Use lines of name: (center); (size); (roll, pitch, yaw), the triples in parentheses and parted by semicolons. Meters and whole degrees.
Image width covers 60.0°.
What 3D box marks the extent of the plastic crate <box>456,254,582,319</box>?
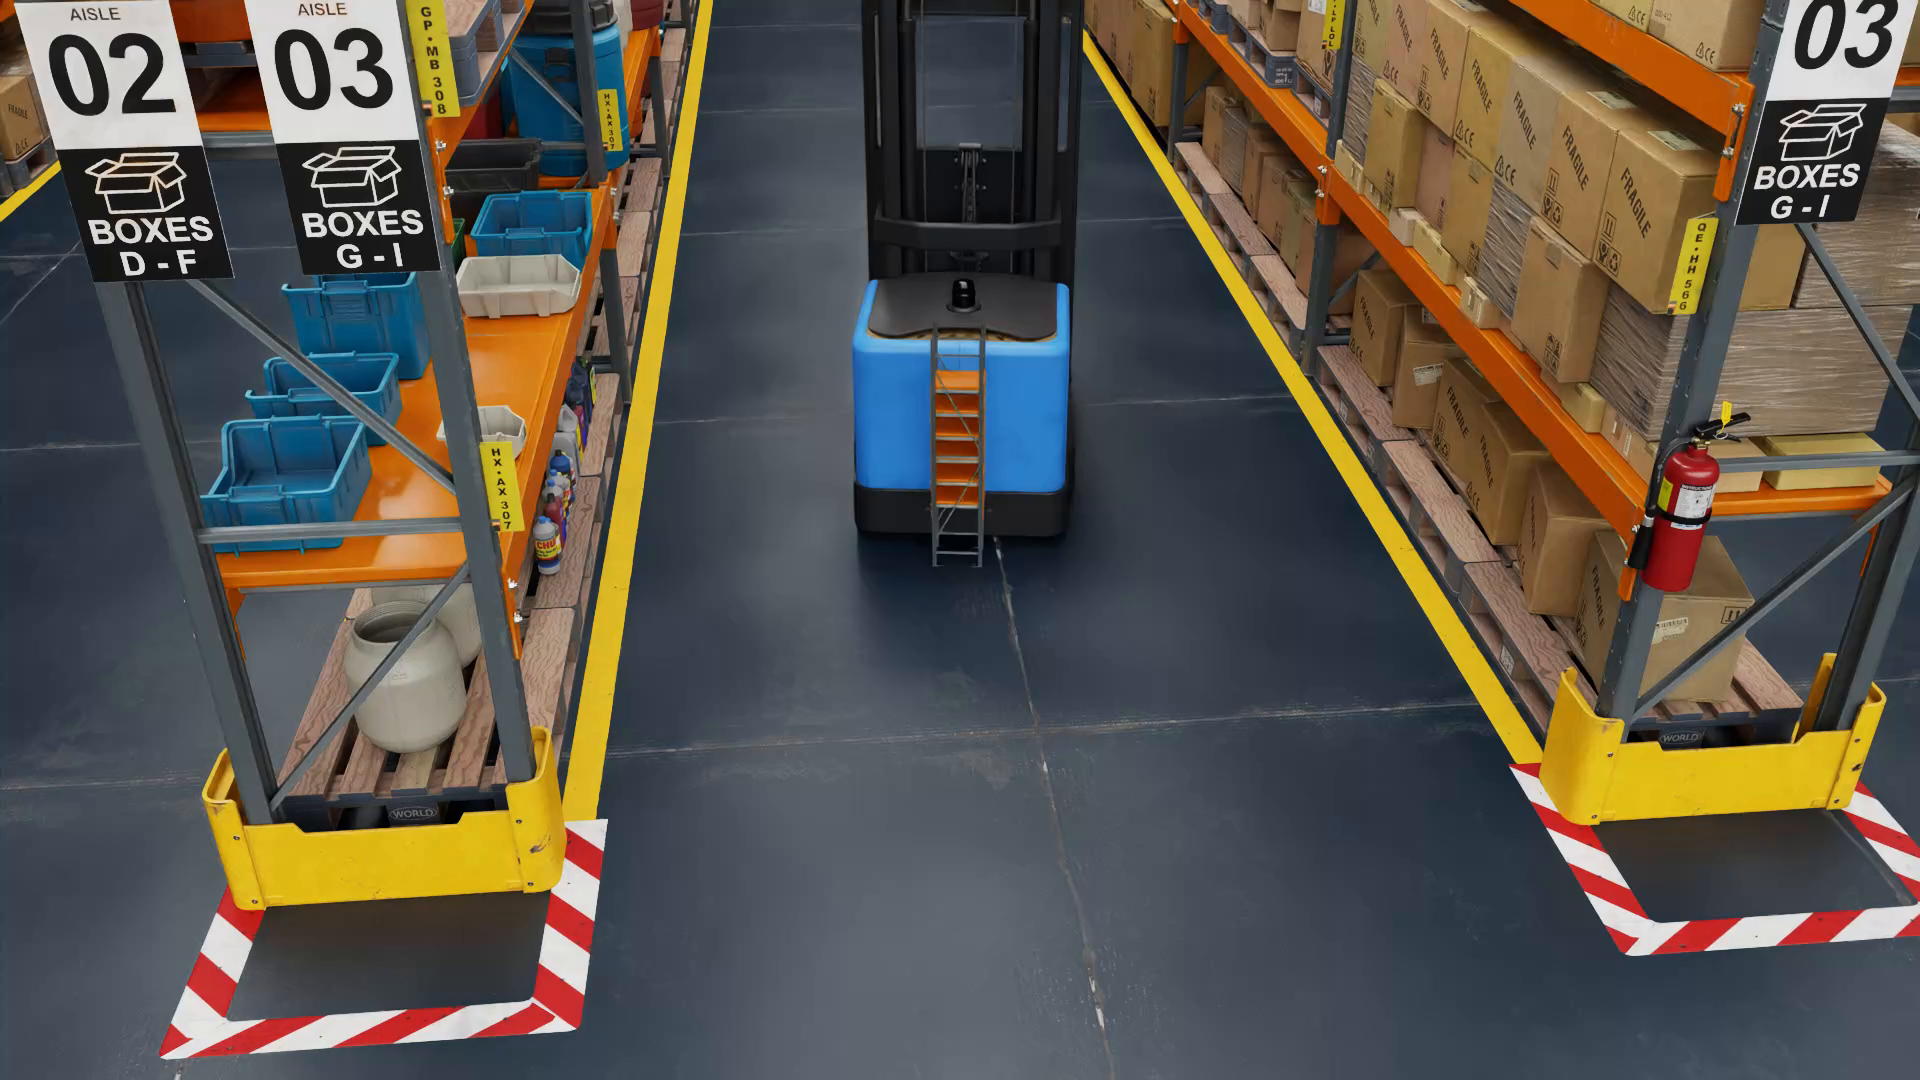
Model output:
plastic crate: (-1.987, -1.138, 7.487); (0.530, 0.136, 0.437); (-3, 31, -5)

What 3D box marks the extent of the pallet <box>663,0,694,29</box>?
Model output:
pallet: (-3.245, -5.329, 16.966); (1.003, 0.211, 1.213); (-3, 31, -5)

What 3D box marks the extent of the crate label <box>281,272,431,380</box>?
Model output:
crate label: (-2.458, -0.968, 6.911); (0.502, 0.435, 0.616); (-3, 31, -5)

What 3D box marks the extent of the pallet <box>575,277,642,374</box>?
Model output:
pallet: (-2.502, -1.270, 10.170); (1.003, 0.211, 1.213); (-3, 31, -5)

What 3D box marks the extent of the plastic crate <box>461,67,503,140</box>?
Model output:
plastic crate: (-2.740, -2.328, 9.160); (0.402, 0.464, 0.583); (-3, 31, -5)

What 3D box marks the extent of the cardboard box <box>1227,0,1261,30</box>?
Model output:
cardboard box: (2.095, -3.597, 11.083); (0.500, 0.250, 0.500); (-4, 31, -6)

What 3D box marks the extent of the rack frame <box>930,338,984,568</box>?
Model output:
rack frame: (-0.013, -0.383, 7.721); (0.240, 1.200, 0.006); (2, 31, 3)

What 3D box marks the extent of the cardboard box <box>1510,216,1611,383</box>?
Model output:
cardboard box: (2.724, -0.966, 6.554); (0.875, 0.500, 0.500); (-3, 31, -5)

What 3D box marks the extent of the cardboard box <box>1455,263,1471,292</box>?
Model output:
cardboard box: (2.483, -1.183, 7.550); (0.380, 0.149, 0.250); (-3, 31, -5)

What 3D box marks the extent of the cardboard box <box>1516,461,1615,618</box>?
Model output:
cardboard box: (2.783, 0.006, 7.342); (0.500, 0.500, 0.500); (5, 31, 8)

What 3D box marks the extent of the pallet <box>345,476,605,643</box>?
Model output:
pallet: (-2.252, 0.098, 7.880); (1.003, 0.211, 1.213); (-3, 31, -5)

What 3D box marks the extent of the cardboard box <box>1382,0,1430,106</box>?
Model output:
cardboard box: (2.378, -2.408, 7.994); (0.500, 0.500, 0.500); (-3, 31, -5)

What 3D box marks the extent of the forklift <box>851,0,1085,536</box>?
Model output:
forklift: (0.075, -2.000, 8.740); (1.130, 2.935, 3.031); (2, 31, 3)

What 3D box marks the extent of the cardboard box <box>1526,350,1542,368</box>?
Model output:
cardboard box: (2.595, -0.802, 6.912); (0.380, 0.149, 0.250); (-3, 31, -5)

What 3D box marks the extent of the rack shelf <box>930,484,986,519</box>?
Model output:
rack shelf: (-0.008, -0.186, 7.945); (0.258, 0.103, 0.180); (2, 31, 3)

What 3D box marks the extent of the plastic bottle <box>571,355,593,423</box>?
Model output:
plastic bottle: (-2.043, -0.805, 8.826); (0.144, 0.351, 0.185); (-4, 31, -6)

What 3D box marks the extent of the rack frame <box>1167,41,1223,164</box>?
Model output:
rack frame: (2.167, -4.348, 12.604); (1.000, 3.000, 0.127); (-3, 31, -5)

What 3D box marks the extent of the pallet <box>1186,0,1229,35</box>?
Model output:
pallet: (2.340, -3.907, 12.052); (1.213, 0.211, 1.003); (-3, 31, -5)

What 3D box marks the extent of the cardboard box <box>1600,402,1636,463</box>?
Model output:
cardboard box: (2.660, -0.419, 6.271); (0.380, 0.149, 0.250); (-3, 31, -5)

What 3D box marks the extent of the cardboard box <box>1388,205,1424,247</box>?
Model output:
cardboard box: (2.338, -1.562, 8.185); (0.380, 0.149, 0.250); (-3, 31, -5)

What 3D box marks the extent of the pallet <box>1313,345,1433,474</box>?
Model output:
pallet: (2.639, -0.767, 9.328); (1.003, 0.211, 1.213); (-3, 31, -5)

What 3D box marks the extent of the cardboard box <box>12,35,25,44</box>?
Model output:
cardboard box: (-7.605, -4.026, 14.074); (0.500, 0.500, 0.500); (-4, 31, -6)

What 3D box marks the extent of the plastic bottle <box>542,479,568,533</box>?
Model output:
plastic bottle: (-1.908, -0.159, 7.823); (0.097, 0.271, 0.097); (0, 31, 0)

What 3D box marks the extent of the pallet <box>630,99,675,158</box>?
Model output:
pallet: (-2.879, -3.314, 13.592); (1.003, 0.211, 1.213); (-3, 31, -5)

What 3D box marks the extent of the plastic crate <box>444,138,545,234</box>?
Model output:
plastic crate: (-2.468, -1.768, 8.346); (0.767, 0.338, 0.504); (-3, 31, -5)

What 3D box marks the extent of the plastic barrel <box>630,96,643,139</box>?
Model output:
plastic barrel: (-2.827, -3.608, 13.072); (0.600, 0.830, 0.708); (-3, 31, -5)

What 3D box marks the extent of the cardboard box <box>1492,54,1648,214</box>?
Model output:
cardboard box: (2.520, -1.642, 6.712); (0.500, 0.500, 0.500); (-3, 31, -5)

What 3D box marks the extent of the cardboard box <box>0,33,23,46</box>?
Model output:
cardboard box: (-8.121, -3.989, 14.011); (0.500, 0.500, 0.500); (-4, 31, -6)

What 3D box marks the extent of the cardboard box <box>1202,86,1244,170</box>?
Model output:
cardboard box: (2.250, -3.122, 12.561); (0.700, 0.500, 0.500); (-4, 31, -7)

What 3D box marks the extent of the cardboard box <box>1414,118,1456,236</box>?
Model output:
cardboard box: (2.680, -1.736, 7.844); (0.875, 0.500, 0.500); (-3, 31, -5)

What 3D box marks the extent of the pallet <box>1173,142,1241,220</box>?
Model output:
pallet: (2.239, -2.751, 12.651); (1.003, 0.211, 1.213); (-3, 31, -5)

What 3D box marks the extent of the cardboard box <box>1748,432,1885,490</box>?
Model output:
cardboard box: (3.125, -0.312, 6.093); (0.380, 0.149, 0.250); (-3, 31, -5)

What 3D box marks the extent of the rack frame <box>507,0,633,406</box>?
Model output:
rack frame: (-2.390, -2.068, 8.787); (1.000, 3.000, 0.127); (-3, 31, -5)

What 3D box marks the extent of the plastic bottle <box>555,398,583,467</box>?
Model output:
plastic bottle: (-1.995, -0.542, 8.386); (0.144, 0.351, 0.185); (-3, 31, -5)

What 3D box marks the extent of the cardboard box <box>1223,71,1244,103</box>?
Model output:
cardboard box: (2.260, -3.445, 12.369); (0.500, 0.250, 0.500); (-2, 31, -3)

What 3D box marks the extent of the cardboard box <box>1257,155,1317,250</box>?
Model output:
cardboard box: (2.426, -2.266, 11.127); (0.700, 0.500, 0.500); (-5, 31, -9)

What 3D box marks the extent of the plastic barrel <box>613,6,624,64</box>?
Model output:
plastic barrel: (-2.370, -3.221, 10.585); (0.433, 0.535, 0.433); (0, 31, 0)

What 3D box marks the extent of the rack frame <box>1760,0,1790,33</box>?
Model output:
rack frame: (2.915, -2.839, 4.227); (1.000, 3.000, 0.127); (-3, 31, -5)

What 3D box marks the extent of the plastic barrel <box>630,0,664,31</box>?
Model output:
plastic barrel: (-2.419, -3.946, 11.799); (0.600, 0.536, 0.708); (-3, 31, -5)

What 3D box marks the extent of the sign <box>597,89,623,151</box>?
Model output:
sign: (-1.842, -2.208, 8.751); (0.100, 0.325, 0.005); (-3, 31, -5)

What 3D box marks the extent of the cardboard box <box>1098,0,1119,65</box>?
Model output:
cardboard box: (1.957, -4.876, 15.151); (1.225, 0.875, 0.875); (-4, 31, -6)

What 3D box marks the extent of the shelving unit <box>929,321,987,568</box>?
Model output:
shelving unit: (-0.008, -0.430, 7.799); (0.258, 1.200, 0.189); (2, 31, 3)

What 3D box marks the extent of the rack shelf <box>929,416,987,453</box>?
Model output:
rack shelf: (-0.008, -0.495, 7.761); (0.258, 0.103, 0.180); (2, 31, 3)

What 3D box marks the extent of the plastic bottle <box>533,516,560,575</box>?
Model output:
plastic bottle: (-1.876, 0.016, 7.530); (0.097, 0.271, 0.097); (0, 31, 0)

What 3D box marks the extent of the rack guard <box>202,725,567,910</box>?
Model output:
rack guard: (-2.071, 1.011, 6.070); (1.175, 0.500, 0.348); (-3, 31, -5)

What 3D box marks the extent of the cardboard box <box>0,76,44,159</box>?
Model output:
cardboard box: (-7.454, -3.237, 12.752); (0.500, 0.500, 0.500); (-1, 31, -2)

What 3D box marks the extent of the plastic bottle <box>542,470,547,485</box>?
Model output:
plastic bottle: (-2.090, -0.424, 8.255); (0.061, 0.283, 0.133); (-3, 31, -5)

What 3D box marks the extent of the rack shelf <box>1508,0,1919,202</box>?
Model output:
rack shelf: (2.728, -2.263, 6.890); (1.077, 0.370, 4.000); (-3, 31, -5)

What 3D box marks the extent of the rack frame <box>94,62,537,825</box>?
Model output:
rack frame: (-2.017, -0.026, 5.368); (1.000, 3.000, 0.127); (-3, 31, -5)

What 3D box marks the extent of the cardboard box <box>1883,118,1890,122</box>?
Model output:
cardboard box: (3.095, -1.413, 6.327); (0.500, 0.500, 0.500); (-3, 31, -5)

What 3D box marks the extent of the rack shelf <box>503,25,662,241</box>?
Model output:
rack shelf: (-2.577, -2.780, 10.681); (1.077, 0.370, 4.000); (-3, 31, -5)

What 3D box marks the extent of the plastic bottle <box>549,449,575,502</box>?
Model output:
plastic bottle: (-1.936, -0.314, 8.081); (0.097, 0.271, 0.097); (0, 31, 0)

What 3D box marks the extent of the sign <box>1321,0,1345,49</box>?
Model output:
sign: (1.989, -2.774, 8.840); (0.100, 0.325, 0.005); (-3, 31, -5)

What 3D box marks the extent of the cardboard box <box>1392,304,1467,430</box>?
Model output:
cardboard box: (2.599, -0.914, 8.884); (0.500, 0.500, 0.500); (7, 32, 11)

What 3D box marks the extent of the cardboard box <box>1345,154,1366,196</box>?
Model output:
cardboard box: (2.272, -1.945, 8.826); (0.380, 0.149, 0.250); (-3, 31, -5)

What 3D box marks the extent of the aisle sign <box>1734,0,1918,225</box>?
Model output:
aisle sign: (2.622, -1.333, 5.022); (0.394, 0.787, 0.004); (-3, 31, -5)

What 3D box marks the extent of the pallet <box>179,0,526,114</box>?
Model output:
pallet: (-1.997, -1.660, 5.362); (1.003, 0.211, 1.213); (-3, 31, -5)

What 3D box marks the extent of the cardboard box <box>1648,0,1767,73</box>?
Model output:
cardboard box: (2.617, -1.721, 5.427); (0.500, 0.250, 0.500); (-2, 31, -3)
